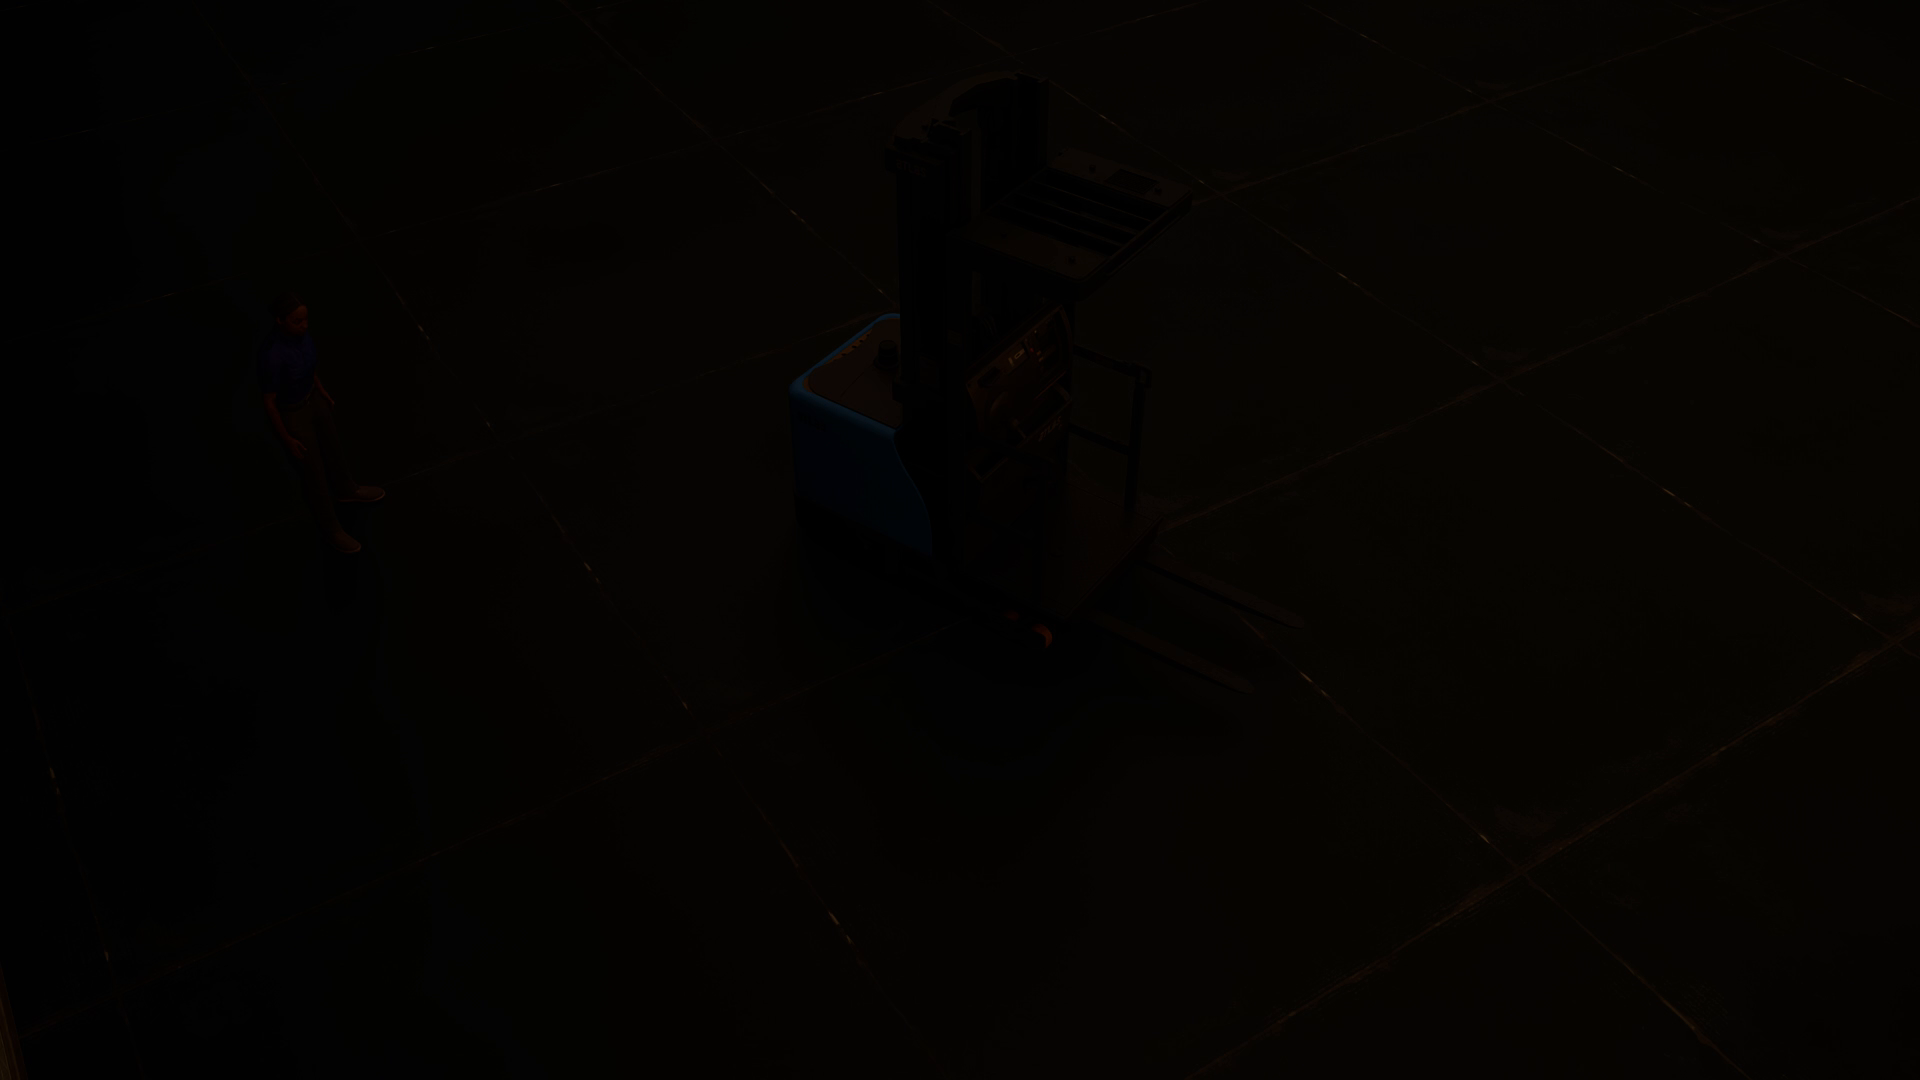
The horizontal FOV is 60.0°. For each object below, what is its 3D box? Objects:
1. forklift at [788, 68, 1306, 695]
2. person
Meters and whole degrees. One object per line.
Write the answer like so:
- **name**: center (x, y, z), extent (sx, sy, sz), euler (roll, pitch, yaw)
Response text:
- **forklift**: center (0.496, -0.872, 8.869), extent (3.031, 2.935, 1.130), euler (25, 47, 26)
- **person**: center (-3.783, -0.734, 9.686), extent (0.406, 1.660, 0.611), euler (5, 41, 6)
